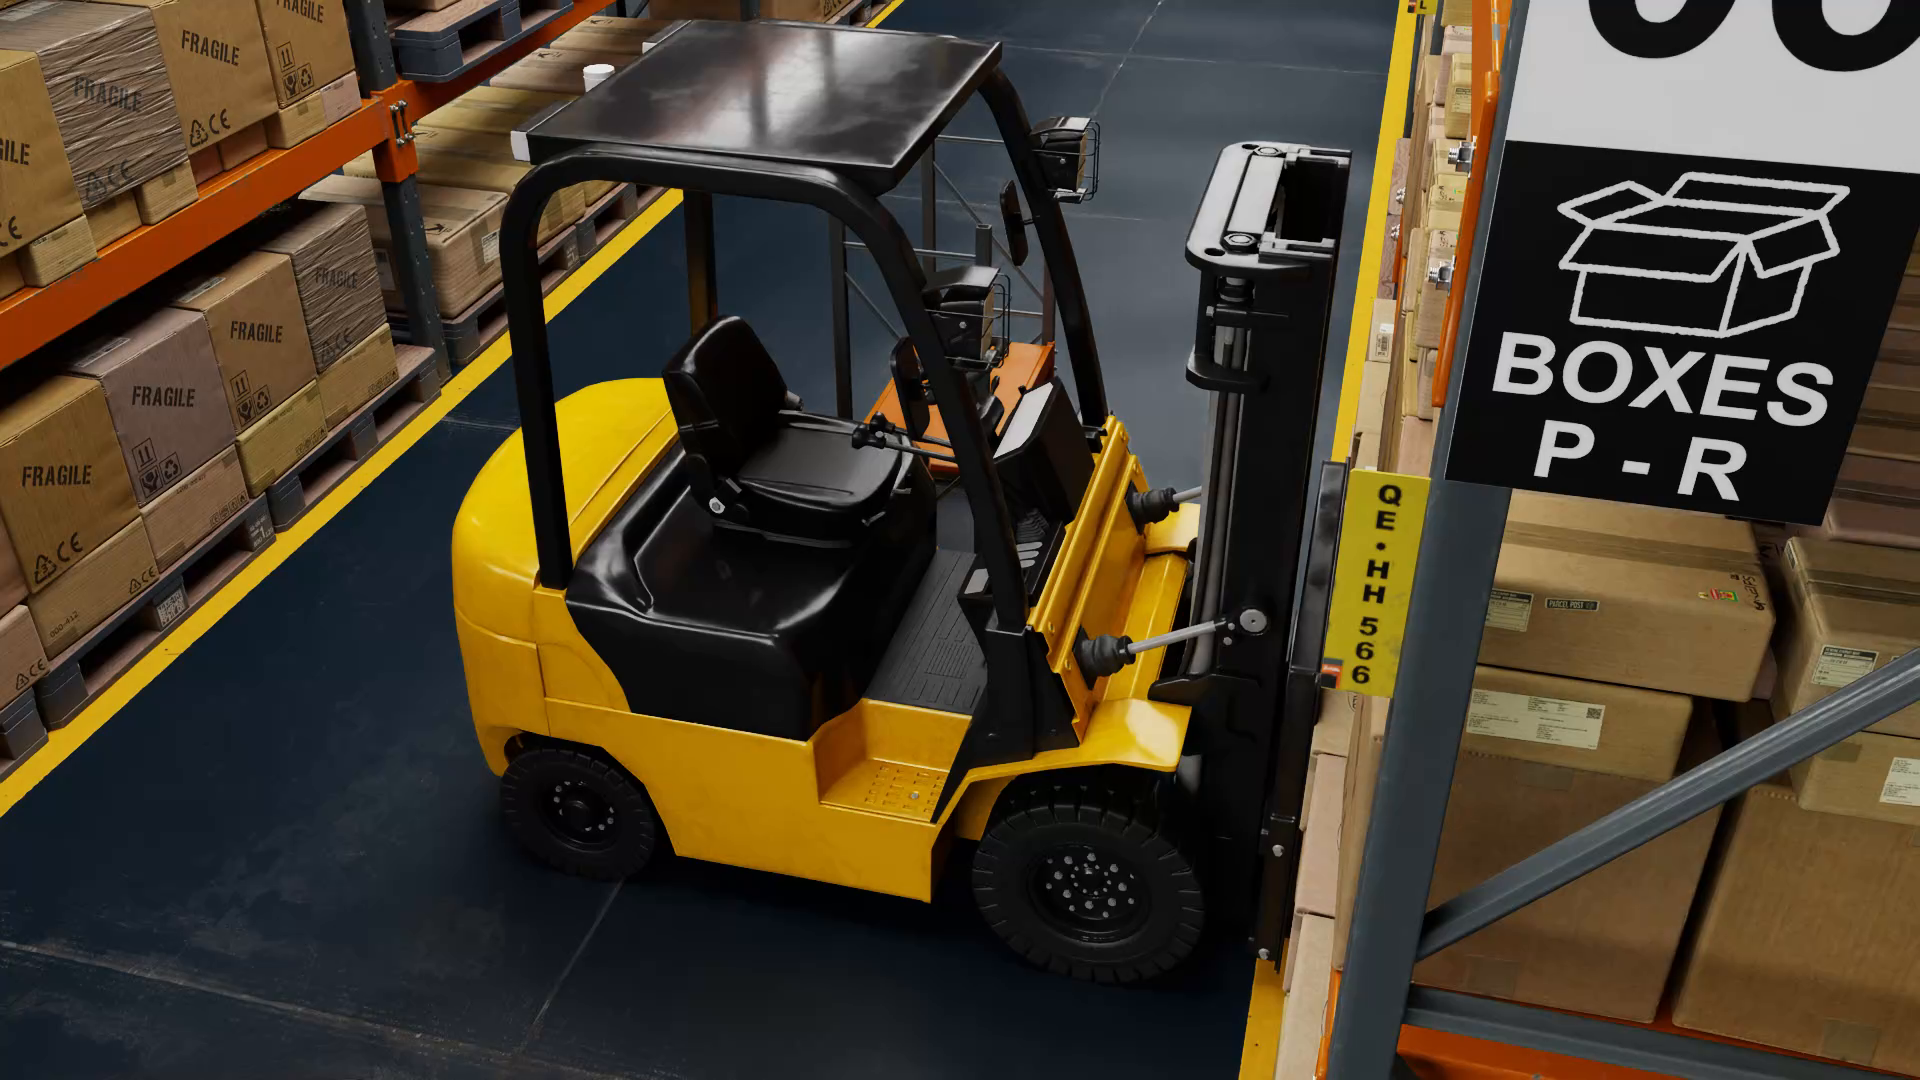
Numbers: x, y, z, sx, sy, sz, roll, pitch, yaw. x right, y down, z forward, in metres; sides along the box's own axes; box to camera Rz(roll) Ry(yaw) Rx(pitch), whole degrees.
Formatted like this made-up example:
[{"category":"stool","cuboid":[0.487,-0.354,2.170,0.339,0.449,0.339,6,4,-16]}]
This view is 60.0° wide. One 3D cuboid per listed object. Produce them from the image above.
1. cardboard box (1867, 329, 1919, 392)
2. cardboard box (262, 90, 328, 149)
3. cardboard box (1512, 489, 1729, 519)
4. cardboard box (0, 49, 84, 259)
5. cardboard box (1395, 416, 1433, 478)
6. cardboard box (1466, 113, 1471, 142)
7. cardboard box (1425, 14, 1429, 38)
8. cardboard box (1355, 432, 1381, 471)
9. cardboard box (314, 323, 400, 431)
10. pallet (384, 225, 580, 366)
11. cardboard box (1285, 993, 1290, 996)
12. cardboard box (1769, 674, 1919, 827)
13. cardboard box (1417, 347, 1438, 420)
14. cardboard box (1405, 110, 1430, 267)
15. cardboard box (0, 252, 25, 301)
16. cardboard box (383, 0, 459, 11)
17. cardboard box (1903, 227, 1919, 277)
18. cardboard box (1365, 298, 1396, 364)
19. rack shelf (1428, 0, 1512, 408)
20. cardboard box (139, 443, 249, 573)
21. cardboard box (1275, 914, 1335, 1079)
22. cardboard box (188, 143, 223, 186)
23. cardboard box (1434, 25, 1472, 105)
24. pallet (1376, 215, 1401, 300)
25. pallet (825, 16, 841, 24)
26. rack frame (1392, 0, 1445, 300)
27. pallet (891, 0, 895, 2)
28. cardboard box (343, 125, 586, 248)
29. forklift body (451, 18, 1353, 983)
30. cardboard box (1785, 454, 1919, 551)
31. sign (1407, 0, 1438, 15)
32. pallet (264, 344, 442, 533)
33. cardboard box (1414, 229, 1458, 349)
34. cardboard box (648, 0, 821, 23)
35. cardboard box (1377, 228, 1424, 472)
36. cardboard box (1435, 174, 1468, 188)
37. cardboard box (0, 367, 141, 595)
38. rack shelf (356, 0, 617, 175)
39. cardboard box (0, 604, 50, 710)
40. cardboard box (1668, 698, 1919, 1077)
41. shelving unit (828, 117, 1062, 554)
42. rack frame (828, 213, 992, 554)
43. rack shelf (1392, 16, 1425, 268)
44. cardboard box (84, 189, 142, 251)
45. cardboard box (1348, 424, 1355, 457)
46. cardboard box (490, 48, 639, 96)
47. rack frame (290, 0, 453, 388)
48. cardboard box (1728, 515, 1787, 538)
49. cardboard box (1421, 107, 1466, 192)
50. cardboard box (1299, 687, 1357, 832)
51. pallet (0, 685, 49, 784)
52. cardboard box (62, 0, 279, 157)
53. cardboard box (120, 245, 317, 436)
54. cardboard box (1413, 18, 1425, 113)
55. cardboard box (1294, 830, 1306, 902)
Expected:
[{"category":"cardboard box","cuboid":[1.558,-0.254,2.879,0.380,0.149,0.250,8,33,13]},{"category":"cardboard box","cuboid":[-2.594,-1.576,6.167,0.380,0.149,0.250,9,33,13]},{"category":"cardboard box","cuboid":[0.956,-0.059,2.572,0.380,0.149,0.250,8,33,12]},{"category":"cardboard box","cuboid":[-3.000,-1.119,4.844,0.500,0.500,0.500,7,33,11]},{"category":"cardboard box","cuboid":[1.048,0.128,3.160,0.500,0.500,0.500,9,34,14]},{"category":"cardboard box","cuboid":[1.433,-0.984,4.027,0.380,0.149,0.250,8,33,12]},{"category":"cardboard box","cuboid":[2.052,-2.052,6.356,0.500,0.250,0.500,7,33,11]},{"category":"cardboard box","cuboid":[1.370,-0.054,4.778,0.500,0.250,0.500,9,34,14]},{"category":"cardboard box","cuboid":[-2.641,-0.694,6.717,0.500,0.250,0.500,10,34,15]},{"category":"pallet","cuboid":[-2.555,-1.248,8.016,1.003,0.211,1.213,8,33,12]},{"category":"cardboard box","cuboid":[0.985,1.169,3.787,0.500,0.250,0.500,8,33,12]},{"category":"cardboard box","cuboid":[1.373,0.272,2.328,0.380,0.149,0.250,7,33,11]},{"category":"cardboard box","cuboid":[1.110,-0.340,3.291,0.380,0.149,0.250,7,33,11]},{"category":"cardboard box","cuboid":[1.570,-0.922,4.811,0.500,0.500,0.500,9,33,13]},{"category":"cardboard box","cuboid":[-3.037,-0.789,4.929,0.380,0.149,0.250,7,33,11]},{"category":"cardboard box","cuboid":[-2.305,-2.336,6.971,0.380,0.149,0.250,8,33,13]},{"category":"cardboard box","cuboid":[1.762,-0.517,3.292,0.380,0.149,0.250,7,33,11]},{"category":"cardboard box","cuboid":[1.625,-0.577,5.602,0.500,0.250,0.500,8,33,12]},{"category":"rack shelf","cuboid":[1.544,-1.271,3.328,1.077,0.370,4.000,8,33,12]},{"category":"cardboard box","cuboid":[-2.900,-0.153,5.866,0.500,0.250,0.500,9,33,13]},{"category":"cardboard box","cuboid":[0.851,1.009,3.107,0.500,0.250,0.500,9,34,14]},{"category":"cardboard box","cuboid":[-2.813,-1.324,5.771,0.380,0.149,0.250,8,33,12]},{"category":"cardboard box","cuboid":[1.484,-1.262,4.464,0.380,0.149,0.250,9,33,13]},{"category":"pallet","cuboid":[2.508,-1.193,7.929,1.003,0.211,1.213,8,33,12]},{"category":"pallet","cuboid":[-1.463,-3.318,11.273,1.003,0.211,1.213,8,33,12]},{"category":"rack frame","cuboid":[2.051,-1.347,5.572,1.000,3.000,0.127,8,33,12]},{"category":"pallet","cuboid":[-0.844,-4.585,13.265,1.003,0.211,1.213,8,33,12]},{"category":"cardboard box","cuboid":[-2.441,-1.735,8.241,0.950,0.372,0.625,10,34,15]},{"category":"forklift body","cuboid":[-0.247,-0.145,4.474,2.313,2.155,1.214,8,33,12]},{"category":"cardboard box","cuboid":[1.456,0.013,2.459,0.380,0.149,0.250,9,34,14]},{"category":"sign","cuboid":[1.524,-1.871,5.391,0.100,0.325,0.005,8,33,12]},{"category":"pallet","cuboid":[-2.887,-0.490,6.825,1.003,0.211,1.213,8,33,12]},{"category":"cardboard box","cuboid":[1.090,-0.468,3.215,0.380,0.149,0.250,9,33,14]},{"category":"cardboard box","cuboid":[-1.480,-3.724,10.901,0.875,0.875,0.875,8,33,12]},{"category":"cardboard box","cuboid":[1.294,-0.401,3.991,0.500,0.500,0.500,8,33,13]},{"category":"cardboard box","cuboid":[1.304,-0.733,3.910,0.380,0.149,0.250,7,33,11]},{"category":"cardboard box","cuboid":[-3.025,-0.203,5.245,0.500,0.500,0.500,9,33,13]},{"category":"rack shelf","cuboid":[-2.243,-2.755,8.458,1.077,0.370,4.000,8,33,12]},{"category":"cardboard box","cuboid":[-3.157,0.393,5.007,0.500,0.250,0.500,9,34,14]},{"category":"cardboard box","cuboid":[1.430,0.468,2.625,0.500,0.500,0.500,9,34,14]},{"category":"shelving unit","cuboid":[-0.019,-0.593,5.785,0.587,1.500,1.083,8,33,12]},{"category":"rack frame","cuboid":[-0.151,-0.325,5.363,0.500,1.500,0.032,8,33,12]},{"category":"rack shelf","cuboid":[2.559,-2.081,7.398,1.077,0.370,4.000,8,33,12]},{"category":"cardboard box","cuboid":[-2.886,-1.050,5.340,0.380,0.149,0.250,7,33,12]},{"category":"cardboard box","cuboid":[1.608,-0.158,5.874,0.500,0.250,0.500,8,33,13]},{"category":"cardboard box","cuboid":[-2.068,-2.489,9.427,0.950,0.372,0.625,7,33,11]},{"category":"rack frame","cuboid":[-2.751,-2.021,6.632,1.000,3.000,0.127,8,33,12]},{"category":"cardboard box","cuboid":[1.445,0.005,2.749,0.380,0.149,0.250,7,33,12]},{"category":"cardboard box","cuboid":[1.410,-1.006,4.338,0.380,0.149,0.250,8,33,12]},{"category":"cardboard box","cuboid":[1.094,0.480,3.939,0.500,0.250,0.500,8,33,13]},{"category":"pallet","cuboid":[-3.506,0.776,4.833,1.003,0.211,1.213,8,33,12]},{"category":"cardboard box","cuboid":[-2.747,-1.656,5.688,0.500,0.500,0.500,9,34,14]},{"category":"cardboard box","cuboid":[-2.769,-0.746,6.100,0.500,0.500,0.500,9,33,13]},{"category":"cardboard box","cuboid":[2.048,-1.842,6.492,0.500,0.250,0.500,8,33,12]},{"category":"cardboard box","cuboid":[1.106,0.676,4.096,0.500,0.250,0.500,7,33,11]}]
